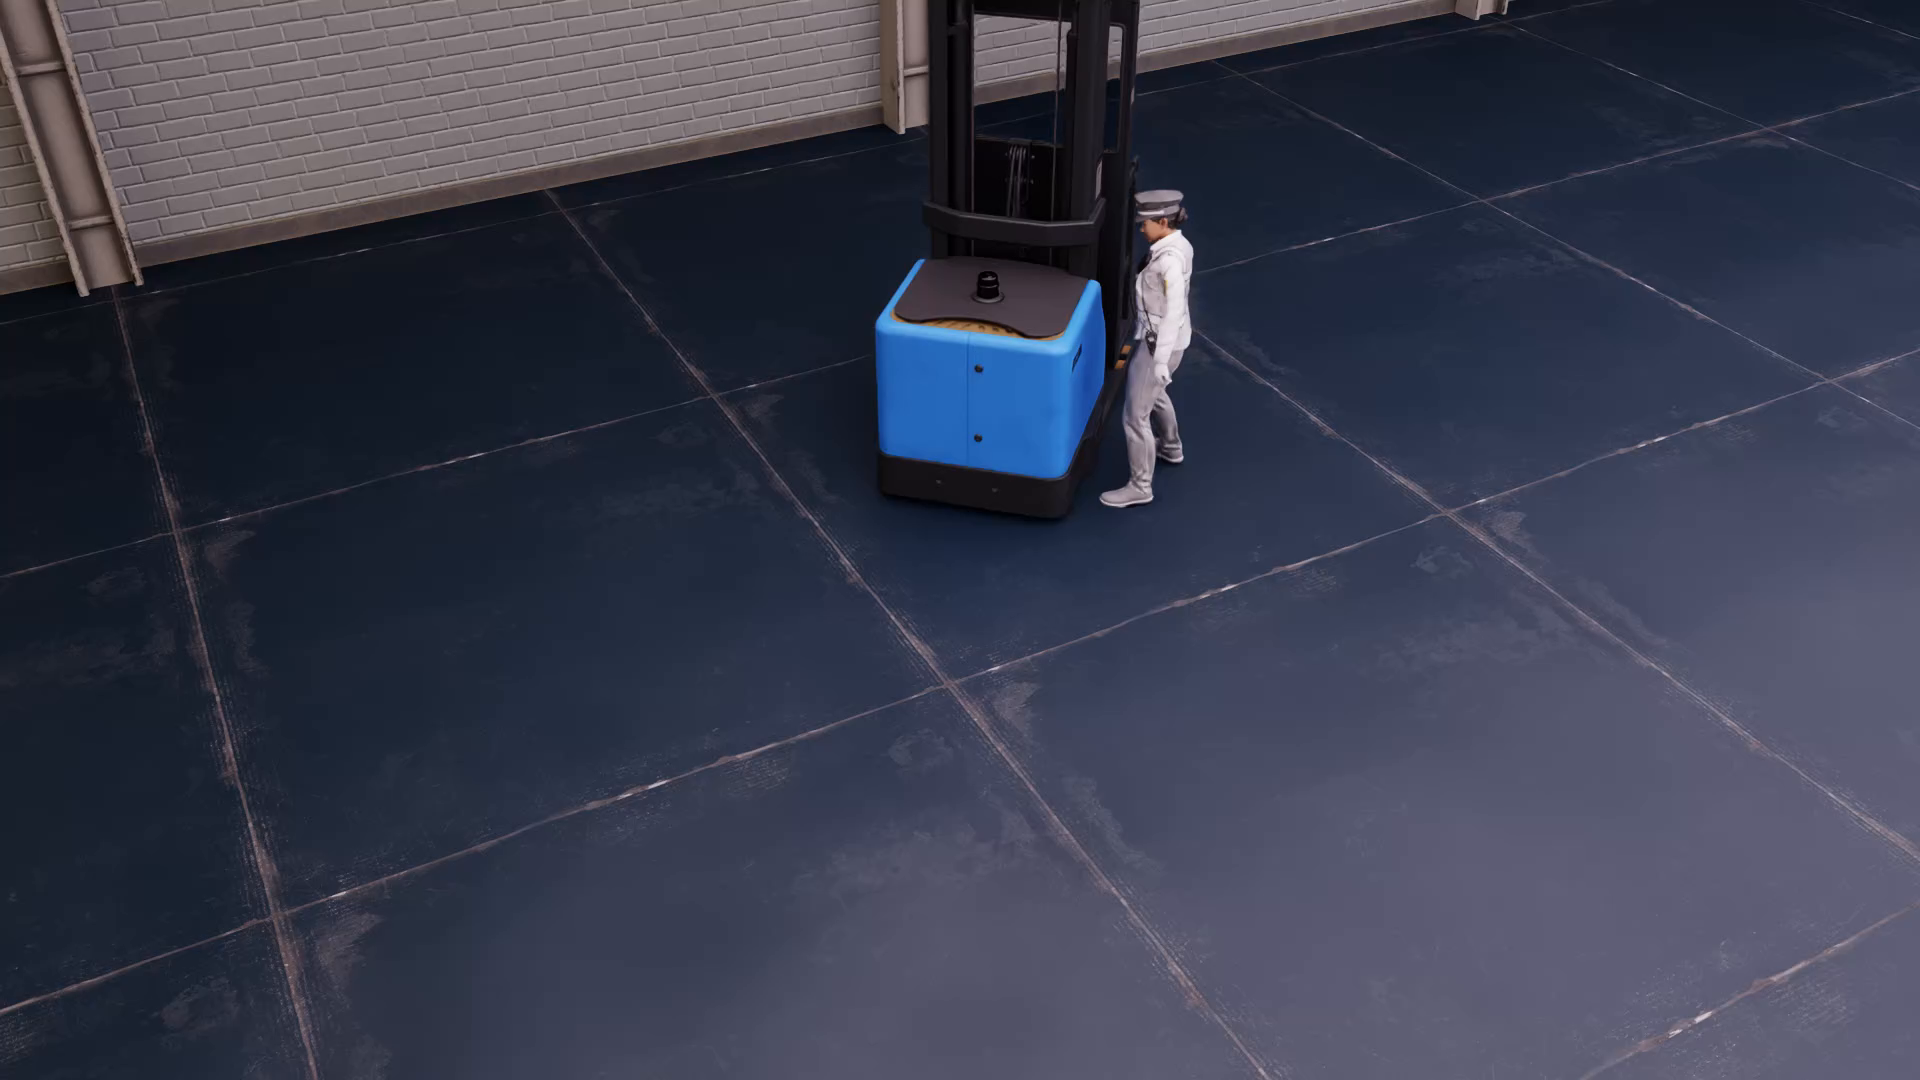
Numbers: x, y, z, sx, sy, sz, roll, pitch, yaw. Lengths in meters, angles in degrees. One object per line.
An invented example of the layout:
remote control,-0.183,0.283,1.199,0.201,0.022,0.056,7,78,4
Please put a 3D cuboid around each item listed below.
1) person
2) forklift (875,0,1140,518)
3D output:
person,1.019,-1.036,8.730,0.393,1.625,0.777,8,36,11
forklift,0.440,-2.160,9.178,1.130,2.935,3.031,9,36,13
